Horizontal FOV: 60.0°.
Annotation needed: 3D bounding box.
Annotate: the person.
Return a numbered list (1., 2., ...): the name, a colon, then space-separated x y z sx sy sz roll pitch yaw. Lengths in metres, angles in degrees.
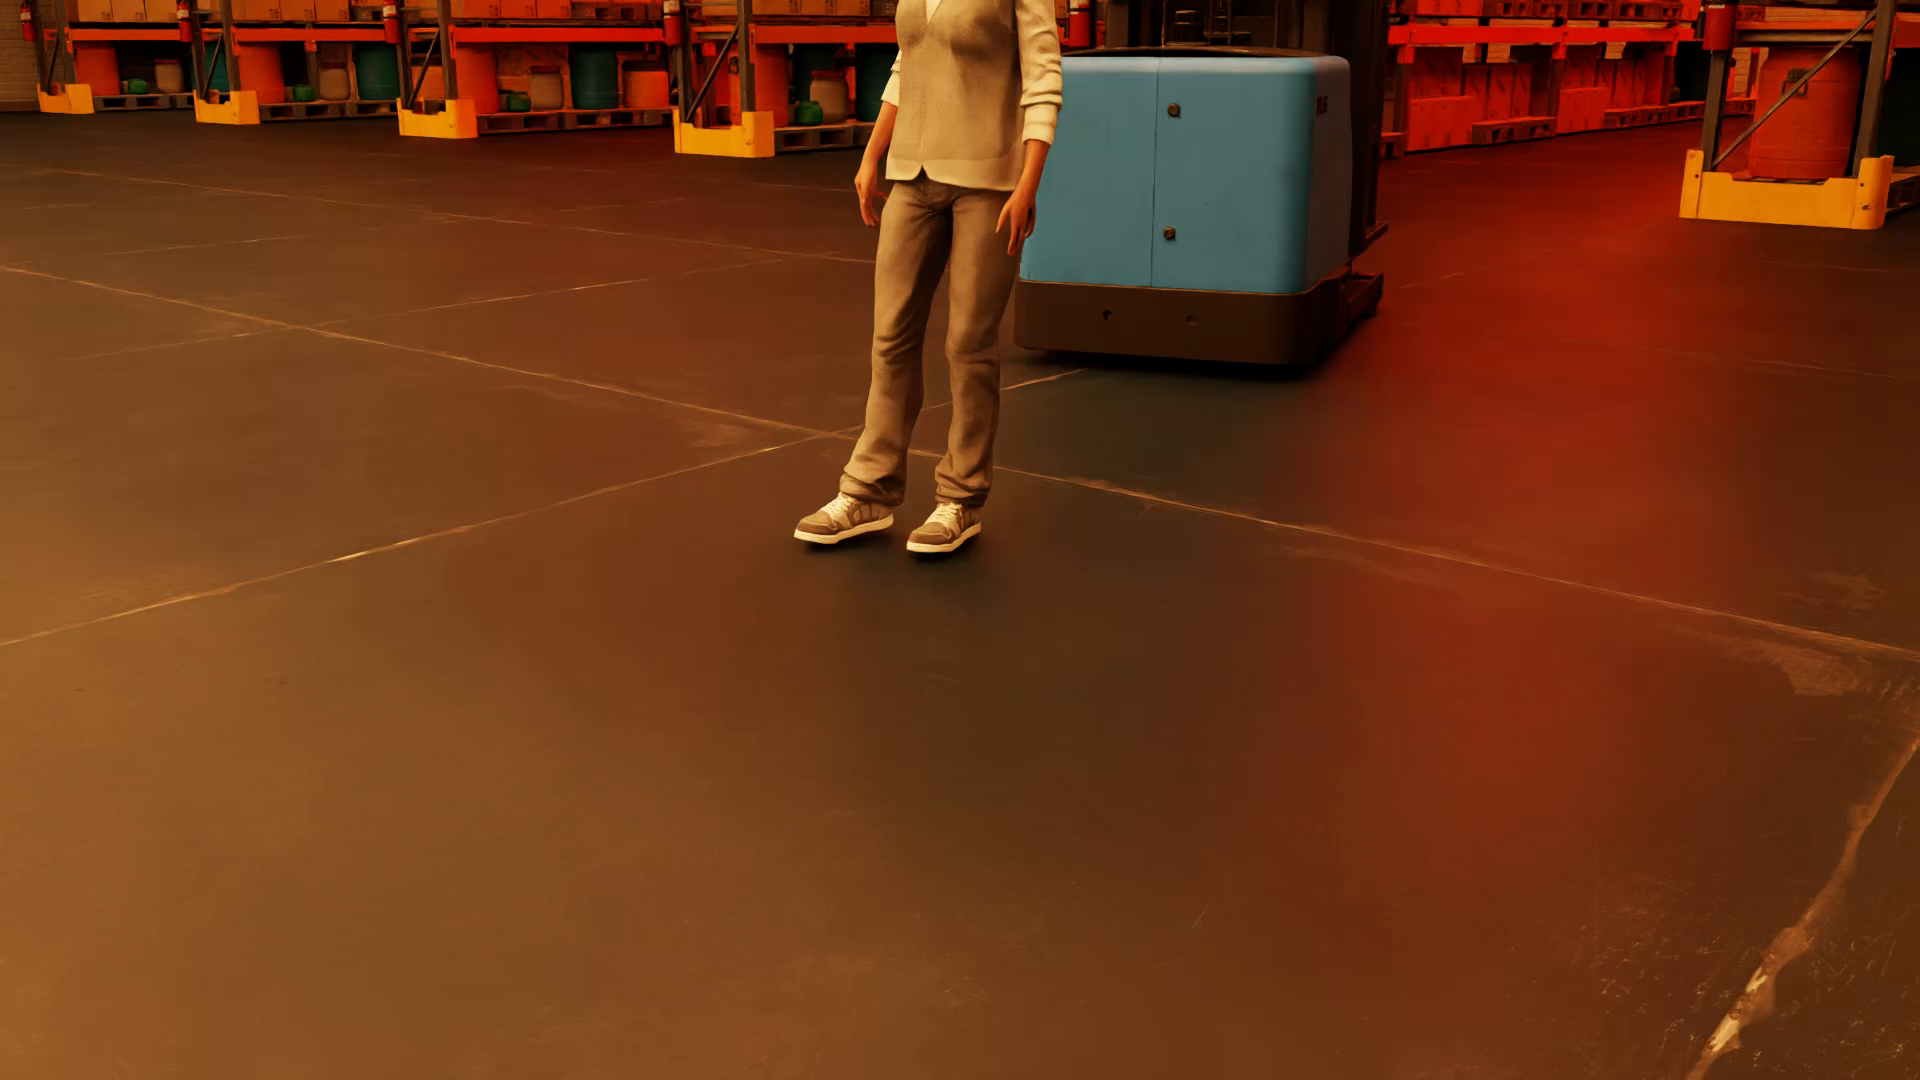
1. person: -0.059 -0.757 3.661 0.520 1.600 0.472 13 21 37

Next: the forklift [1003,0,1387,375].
1. forklift: 1.158 -2.350 6.635 1.130 2.935 3.031 6 18 20
